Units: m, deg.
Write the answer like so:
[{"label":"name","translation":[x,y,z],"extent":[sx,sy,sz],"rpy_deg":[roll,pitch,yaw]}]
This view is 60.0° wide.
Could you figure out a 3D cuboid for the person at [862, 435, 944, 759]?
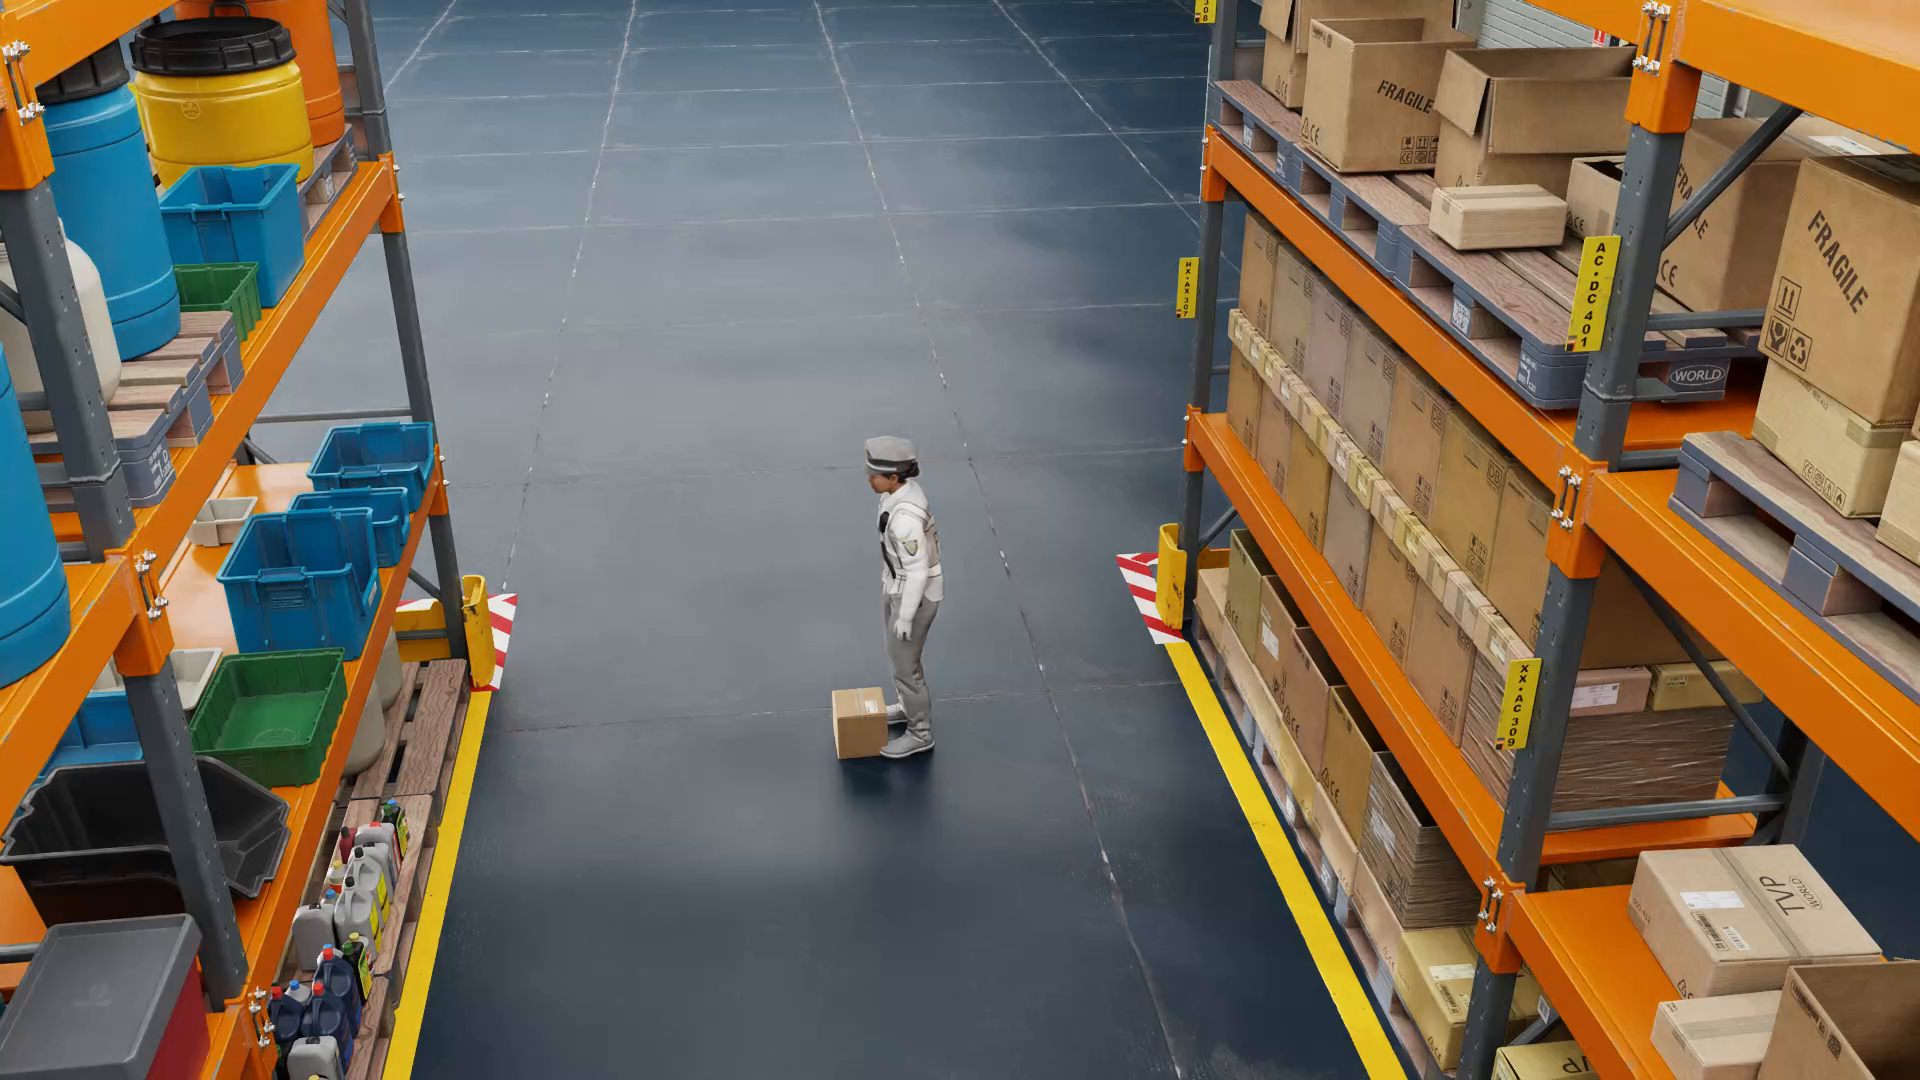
[{"label":"person","translation":[-0.271,0.275,8.082],"extent":[0.378,1.663,0.533],"rpy_deg":[-4,28,-8]}]
